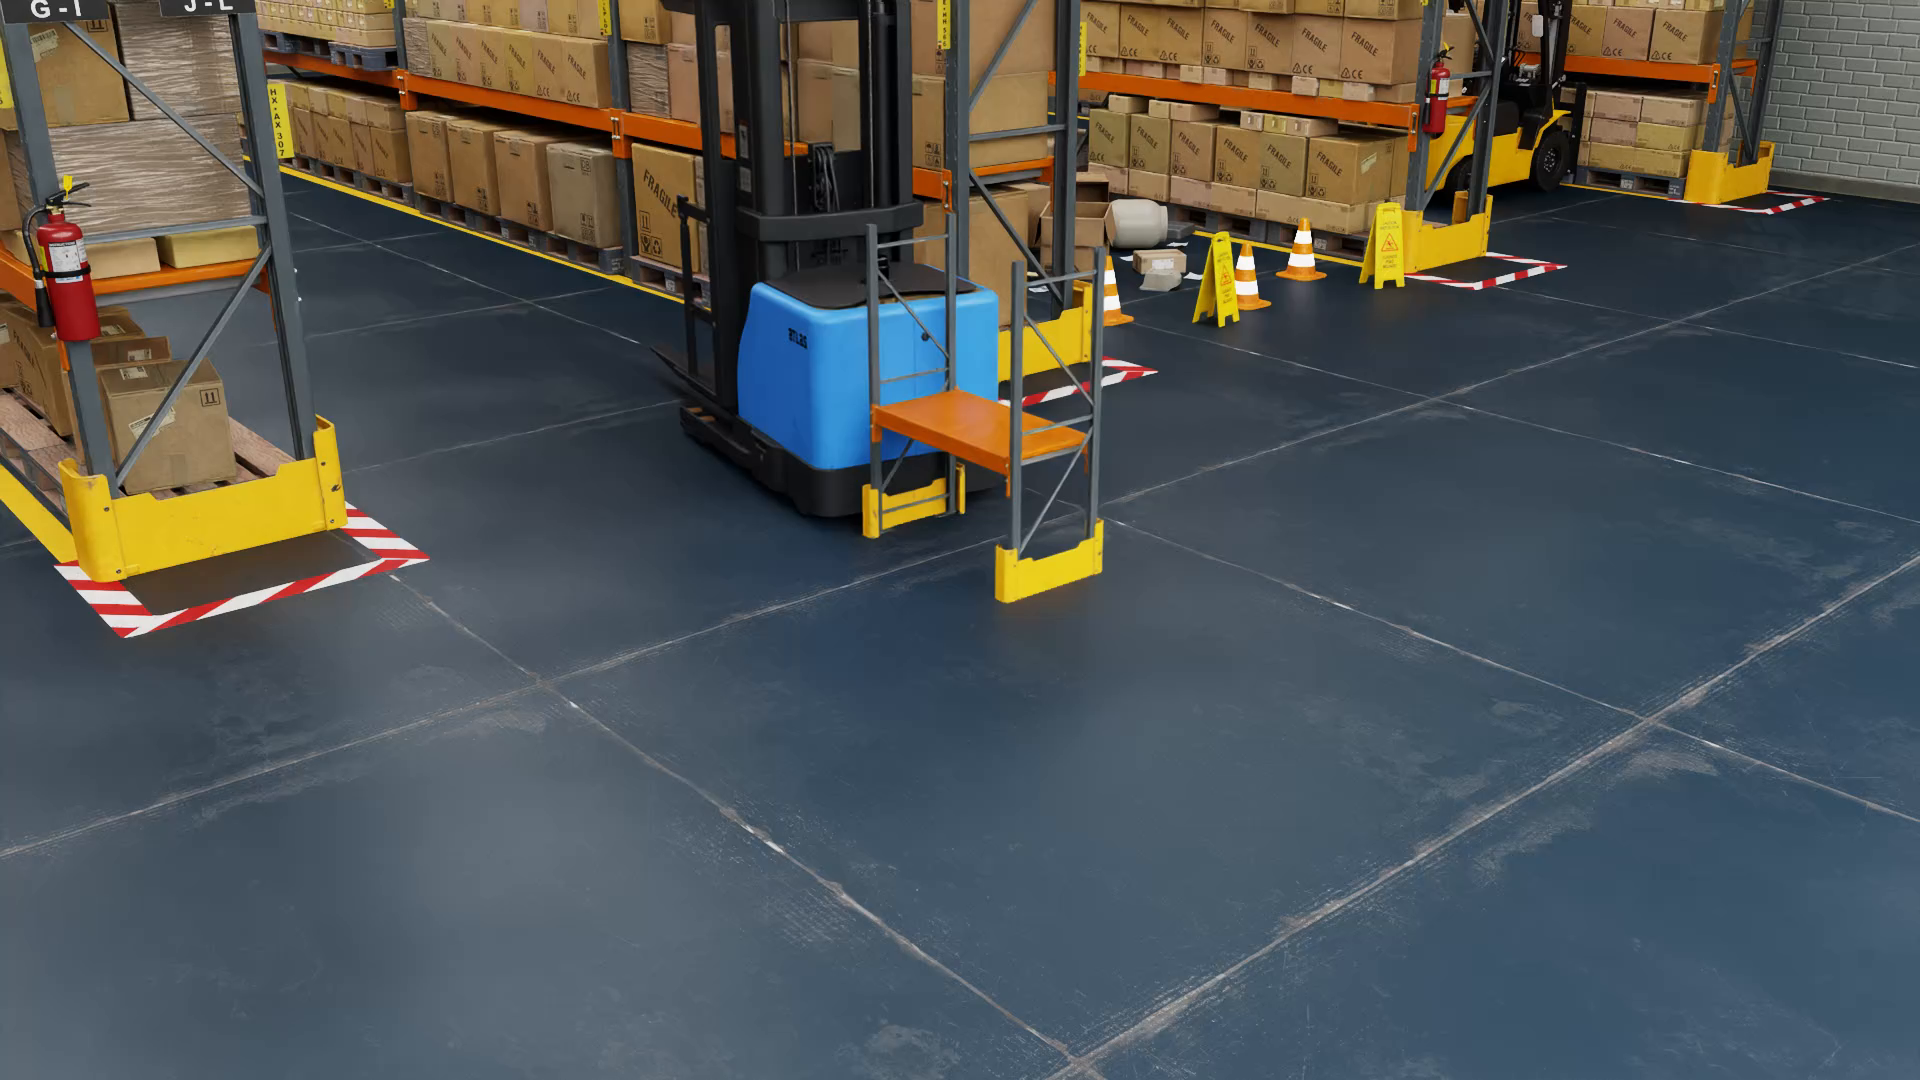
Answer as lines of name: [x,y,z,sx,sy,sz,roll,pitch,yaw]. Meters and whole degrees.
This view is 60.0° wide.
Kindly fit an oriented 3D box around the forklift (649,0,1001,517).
forklift: [-0.944,-1.969,8.993,1.130,2.935,3.031,-11,24,-27]

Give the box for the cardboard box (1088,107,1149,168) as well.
cardboard box: [1.583,-3.861,15.896,0.500,0.500,0.500,-16,26,-35]

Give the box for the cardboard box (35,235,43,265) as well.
cardboard box: [-3.999,-1.342,7.641,0.380,0.149,0.250,-17,27,-37]

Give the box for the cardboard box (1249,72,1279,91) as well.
cardboard box: [2.719,-3.991,14.406,0.380,0.149,0.250,-18,28,-38]

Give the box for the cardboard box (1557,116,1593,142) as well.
cardboard box: [6.545,-4.389,17.585,0.500,0.250,0.500,-18,28,-39]

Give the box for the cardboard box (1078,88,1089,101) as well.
cardboard box: [1.792,-6.350,22.935,0.500,0.500,0.500,-18,28,-38]

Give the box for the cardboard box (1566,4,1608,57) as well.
cardboard box: [6.585,-5.309,17.288,0.500,0.500,0.500,-18,28,-38]

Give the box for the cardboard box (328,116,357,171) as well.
cardboard box: [-6.214,-4.161,17.346,0.500,0.500,0.500,-19,28,-40]

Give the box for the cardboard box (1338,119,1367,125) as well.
cardboard box: [4.811,-5.238,19.925,0.875,0.625,0.625,-16,26,-35]

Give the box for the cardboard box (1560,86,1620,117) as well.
cardboard box: [6.560,-4.612,17.470,0.500,0.250,0.500,-17,27,-37]

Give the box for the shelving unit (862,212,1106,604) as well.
shelving unit: [0.090,-0.637,7.554,0.587,1.500,1.083,-16,27,-36]

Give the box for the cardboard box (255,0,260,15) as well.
cardboard box: [-7.424,-5.756,17.927,0.380,0.149,0.250,-18,28,-38]

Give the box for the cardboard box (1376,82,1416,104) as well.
cardboard box: [3.607,-3.655,13.546,0.380,0.149,0.250,-16,27,-36]

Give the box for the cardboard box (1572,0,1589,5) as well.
cardboard box: [6.477,-5.628,17.214,0.380,0.149,0.250,-17,27,-37]

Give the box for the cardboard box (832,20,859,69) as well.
cardboard box: [-0.312,-3.327,10.679,0.875,0.550,0.550,-17,27,-37]

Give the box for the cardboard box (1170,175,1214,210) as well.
cardboard box: [2.288,-3.221,15.290,0.500,0.250,0.500,-18,28,-38]

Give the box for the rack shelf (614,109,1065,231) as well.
rack shelf: [-0.976,-2.730,11.829,1.077,0.370,4.000,-17,27,-37]

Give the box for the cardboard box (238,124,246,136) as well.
cardboard box: [-8.345,-4.873,19.645,0.380,0.149,0.250,-19,28,-39]

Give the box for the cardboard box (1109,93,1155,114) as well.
cardboard box: [1.619,-4.115,15.653,0.380,0.149,0.250,-17,27,-37]

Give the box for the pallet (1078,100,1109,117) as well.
pallet: [2.091,-6.029,23.087,1.003,0.211,1.213,-17,27,-37]

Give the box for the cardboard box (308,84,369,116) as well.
cardboard box: [-6.542,-4.653,17.575,0.500,0.250,0.500,-16,27,-35]

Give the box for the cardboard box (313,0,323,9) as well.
cardboard box: [-6.223,-5.388,16.581,0.380,0.149,0.250,-17,27,-37]

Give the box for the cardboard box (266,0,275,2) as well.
cardboard box: [-7.082,-5.749,17.502,0.380,0.149,0.250,-18,28,-38]

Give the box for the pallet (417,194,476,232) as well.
pallet: [-4.435,-3.189,15.836,1.003,0.211,1.213,-17,27,-37]

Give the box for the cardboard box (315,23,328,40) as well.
cardboard box: [-6.229,-5.112,16.692,0.380,0.149,0.250,-19,28,-40]

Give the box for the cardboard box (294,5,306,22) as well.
cardboard box: [-6.573,-5.395,17.007,0.380,0.149,0.250,-18,28,-38]

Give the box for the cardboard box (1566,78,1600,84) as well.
cardboard box: [6.624,-4.882,18.158,0.500,0.250,0.500,-18,28,-38]

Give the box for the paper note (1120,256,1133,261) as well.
paper note: [1.448,-2.389,14.057,0.148,0.019,0.142,-8,23,-19]

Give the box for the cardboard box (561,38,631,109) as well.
cardboard box: [-2.825,-3.745,13.296,0.500,0.500,0.500,-18,27,-38]

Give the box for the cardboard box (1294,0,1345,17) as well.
cardboard box: [3.190,-4.600,13.701,0.700,0.500,0.500,-17,27,-37]

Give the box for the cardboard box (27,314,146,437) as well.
cardboard box: [-4.700,-0.903,9.027,0.500,0.500,0.500,-14,26,-33]

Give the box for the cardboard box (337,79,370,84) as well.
cardboard box: [-6.501,-4.918,18.251,0.500,0.250,0.500,-16,26,-35]

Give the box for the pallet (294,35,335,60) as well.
pallet: [-6.216,-5.171,17.336,1.003,0.211,1.213,-17,27,-37]

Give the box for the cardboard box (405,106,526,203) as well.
cardboard box: [-4.563,-3.681,15.779,1.050,0.750,0.750,-18,28,-38]

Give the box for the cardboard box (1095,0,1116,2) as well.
cardboard box: [1.525,-5.302,15.491,0.700,0.500,0.500,-18,28,-38]

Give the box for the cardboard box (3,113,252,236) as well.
cardboard box: [-3.832,-1.704,7.675,0.875,0.500,0.500,-17,27,-37]

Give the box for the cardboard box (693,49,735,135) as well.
cardboard box: [-1.392,-3.265,12.001,0.875,0.550,0.550,-17,27,-37]

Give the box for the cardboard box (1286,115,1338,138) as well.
cardboard box: [3.002,-3.530,14.161,0.380,0.149,0.250,-16,27,-36]

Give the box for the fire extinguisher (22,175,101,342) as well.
fire extinguisher: [-3.769,-1.183,6.996,0.296,0.674,0.183,-17,27,-37]

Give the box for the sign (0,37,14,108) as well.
sign: [-3.928,-1.920,6.751,0.100,0.325,0.005,-17,27,-37]

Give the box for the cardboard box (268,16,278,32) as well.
cardboard box: [-7.086,-5.474,17.615,0.380,0.149,0.250,-17,27,-37]

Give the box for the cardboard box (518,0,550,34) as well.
cardboard box: [-3.277,-4.547,13.973,0.700,0.500,0.500,-17,27,-37]

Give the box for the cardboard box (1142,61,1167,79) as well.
cardboard box: [1.901,-4.344,15.306,0.380,0.149,0.250,-16,27,-36]

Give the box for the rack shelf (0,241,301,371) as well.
rack shelf: [-4.800,-1.578,8.885,1.077,0.370,4.000,-17,27,-37]

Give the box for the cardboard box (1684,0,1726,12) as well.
cardboard box: [7.333,-5.279,16.324,0.380,0.149,0.250,-17,27,-37]

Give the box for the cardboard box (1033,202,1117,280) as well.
cardboard box: [0.949,-2.439,13.522,0.637,0.503,0.797,3,22,9]

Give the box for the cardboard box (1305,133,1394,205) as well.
cardboard box: [3.293,-3.143,14.061,0.500,0.500,0.500,-17,27,-37]

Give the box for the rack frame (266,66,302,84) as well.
rack frame: [-7.504,-5.828,18.751,1.000,3.000,0.127,-17,27,-37]

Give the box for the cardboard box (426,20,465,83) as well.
cardboard box: [-4.470,-4.442,15.074,0.500,0.500,0.500,-18,28,-38]

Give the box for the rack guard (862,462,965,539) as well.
rack guard: [-0.222,-0.197,8.144,0.587,0.250,0.087,-16,27,-36]

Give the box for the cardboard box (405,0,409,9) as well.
cardboard box: [-5.382,-5.395,16.598,0.380,0.149,0.250,-18,27,-38]

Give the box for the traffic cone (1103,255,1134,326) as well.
traffic cone: [1.058,-1.816,11.987,0.336,0.463,0.334,-17,27,-37]

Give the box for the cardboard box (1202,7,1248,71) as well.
cardboard box: [2.487,-4.412,14.589,0.500,0.500,0.500,-17,27,-37]

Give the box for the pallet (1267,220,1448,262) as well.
pallet: [3.460,-2.675,14.523,1.003,0.211,1.213,-17,27,-37]

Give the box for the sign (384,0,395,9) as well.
sign: [-5.298,-5.094,15.397,0.100,0.325,0.005,-17,27,-37]

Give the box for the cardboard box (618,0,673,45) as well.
cardboard box: [-2.067,-4.080,12.603,0.875,0.550,0.550,-17,27,-37]

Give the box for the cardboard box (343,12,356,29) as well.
cardboard box: [-5.736,-5.042,16.104,0.380,0.149,0.250,-16,27,-35]

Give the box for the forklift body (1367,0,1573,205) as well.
forklift body: [5.151,-4.596,16.770,2.313,2.155,1.214,-17,27,-37]
